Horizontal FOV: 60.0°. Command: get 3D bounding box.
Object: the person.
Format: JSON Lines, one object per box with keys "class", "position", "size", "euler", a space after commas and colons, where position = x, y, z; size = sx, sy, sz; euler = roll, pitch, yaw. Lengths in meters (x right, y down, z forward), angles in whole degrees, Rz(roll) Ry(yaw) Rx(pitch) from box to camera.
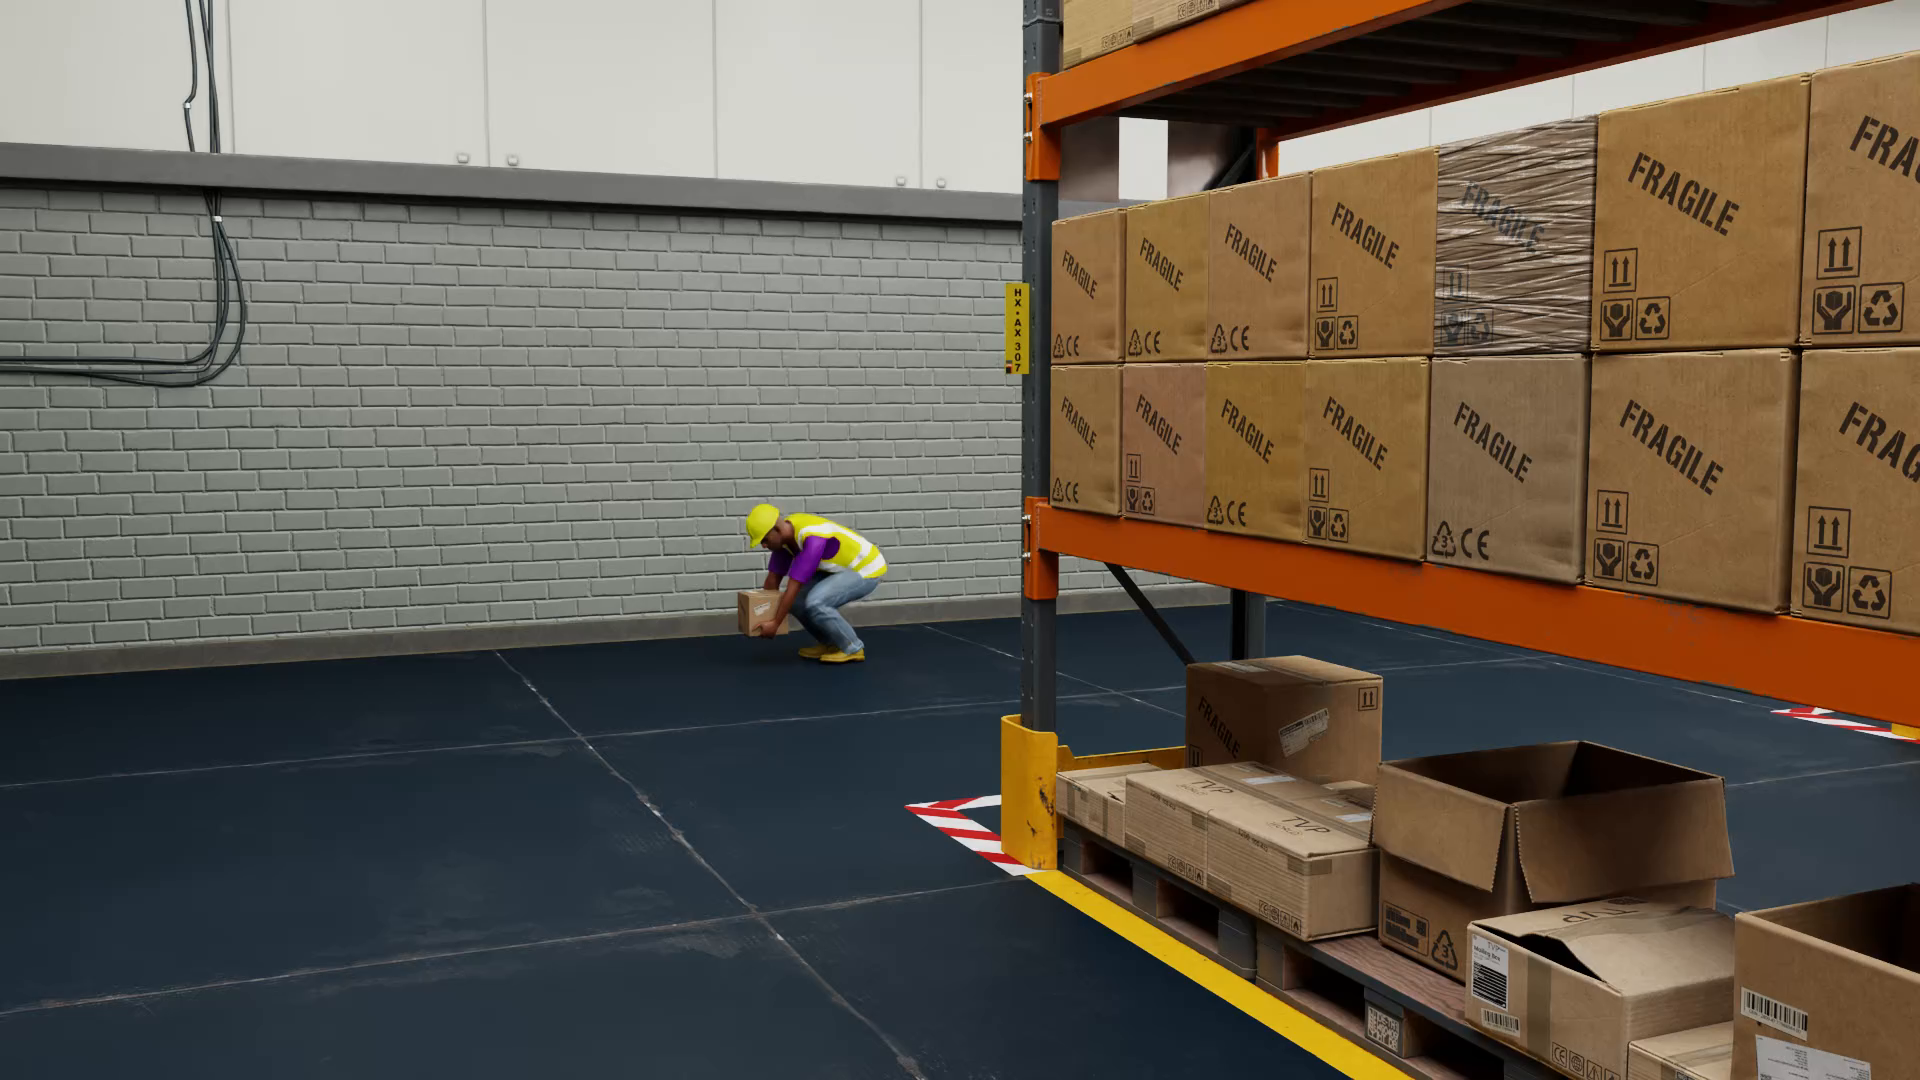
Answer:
{"class": "person", "position": [-0.904, 0.265, 10.408], "size": [0.914, 1.009, 0.534], "euler": [-3, 6, -25]}
